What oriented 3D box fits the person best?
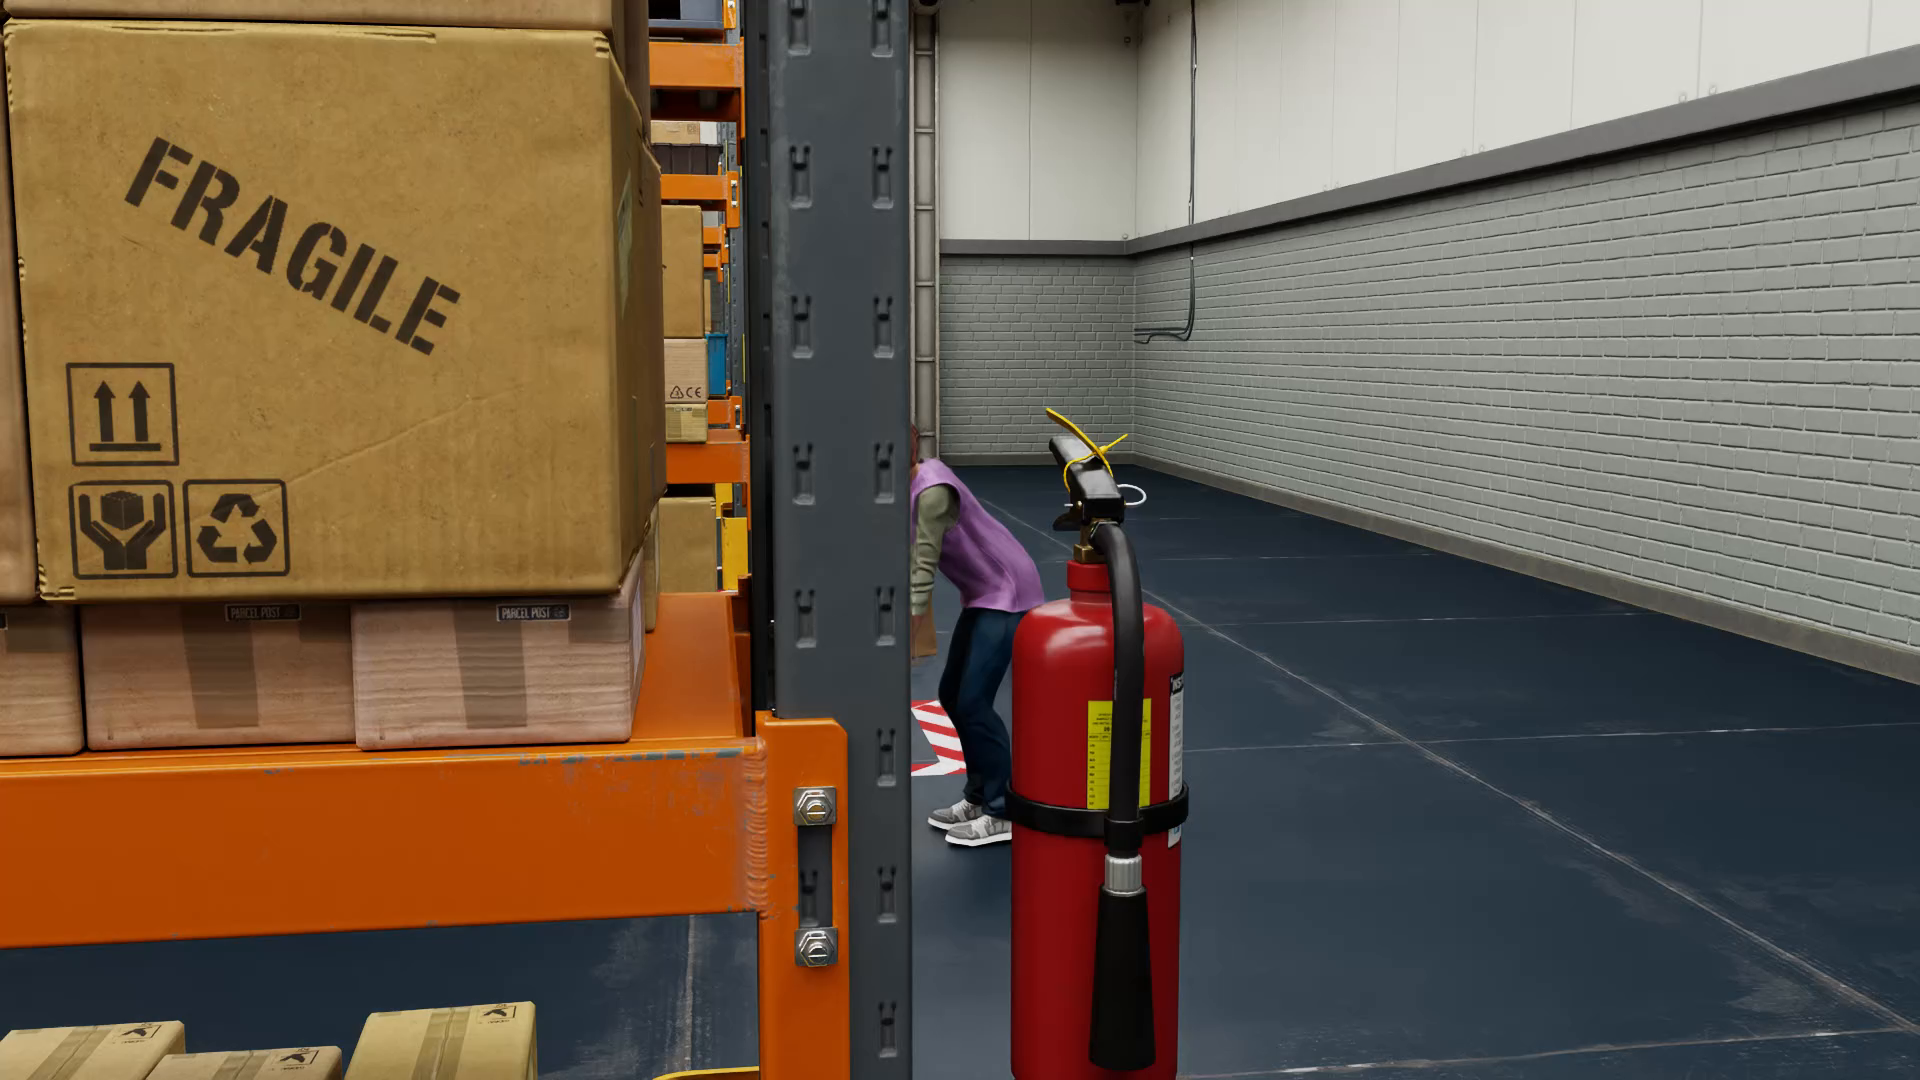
[{"bbox_3d":[-0.037,0.295,5.636,0.646,1.459,0.374,-1,7,-10],"label":"person"}]
